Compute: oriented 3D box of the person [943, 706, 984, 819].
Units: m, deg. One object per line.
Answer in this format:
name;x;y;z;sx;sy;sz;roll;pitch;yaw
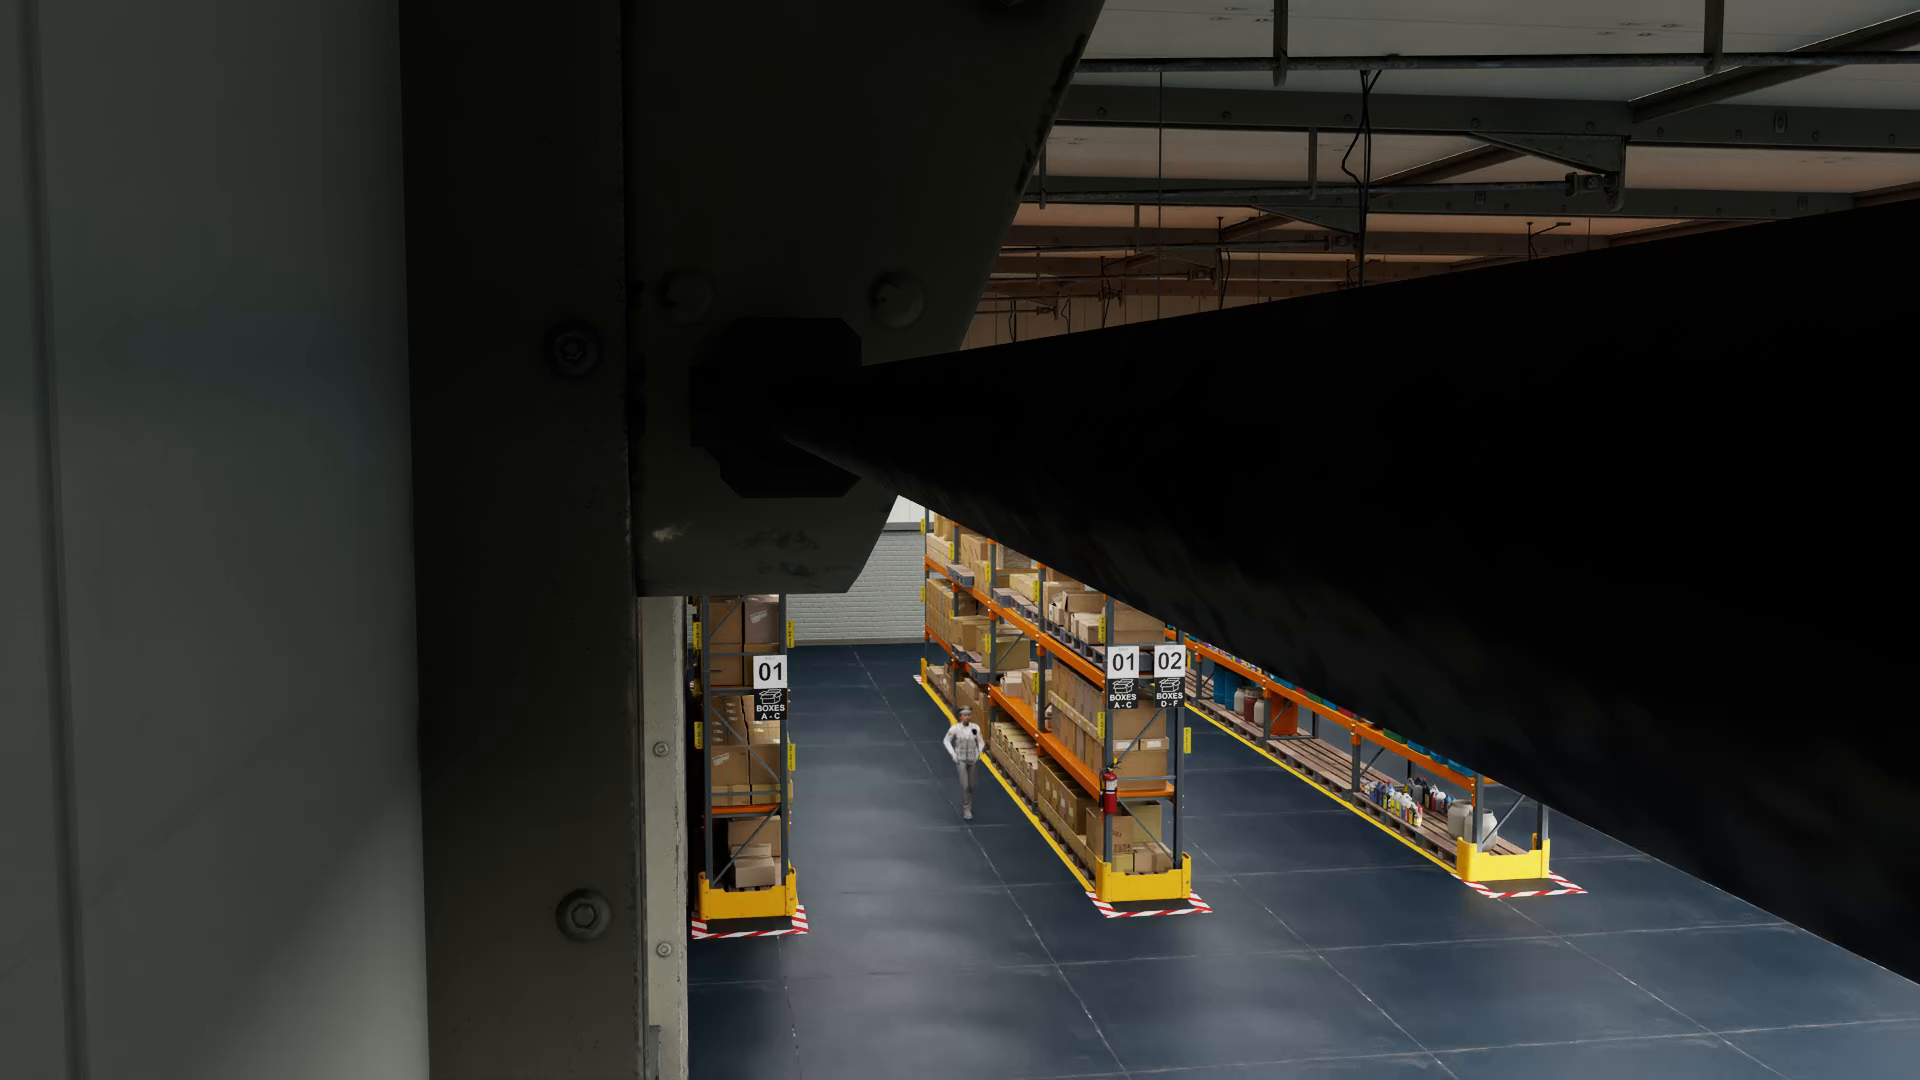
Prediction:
person;0.064;3.302;25.018;0.627;1.680;0.657;-1;5;-12
